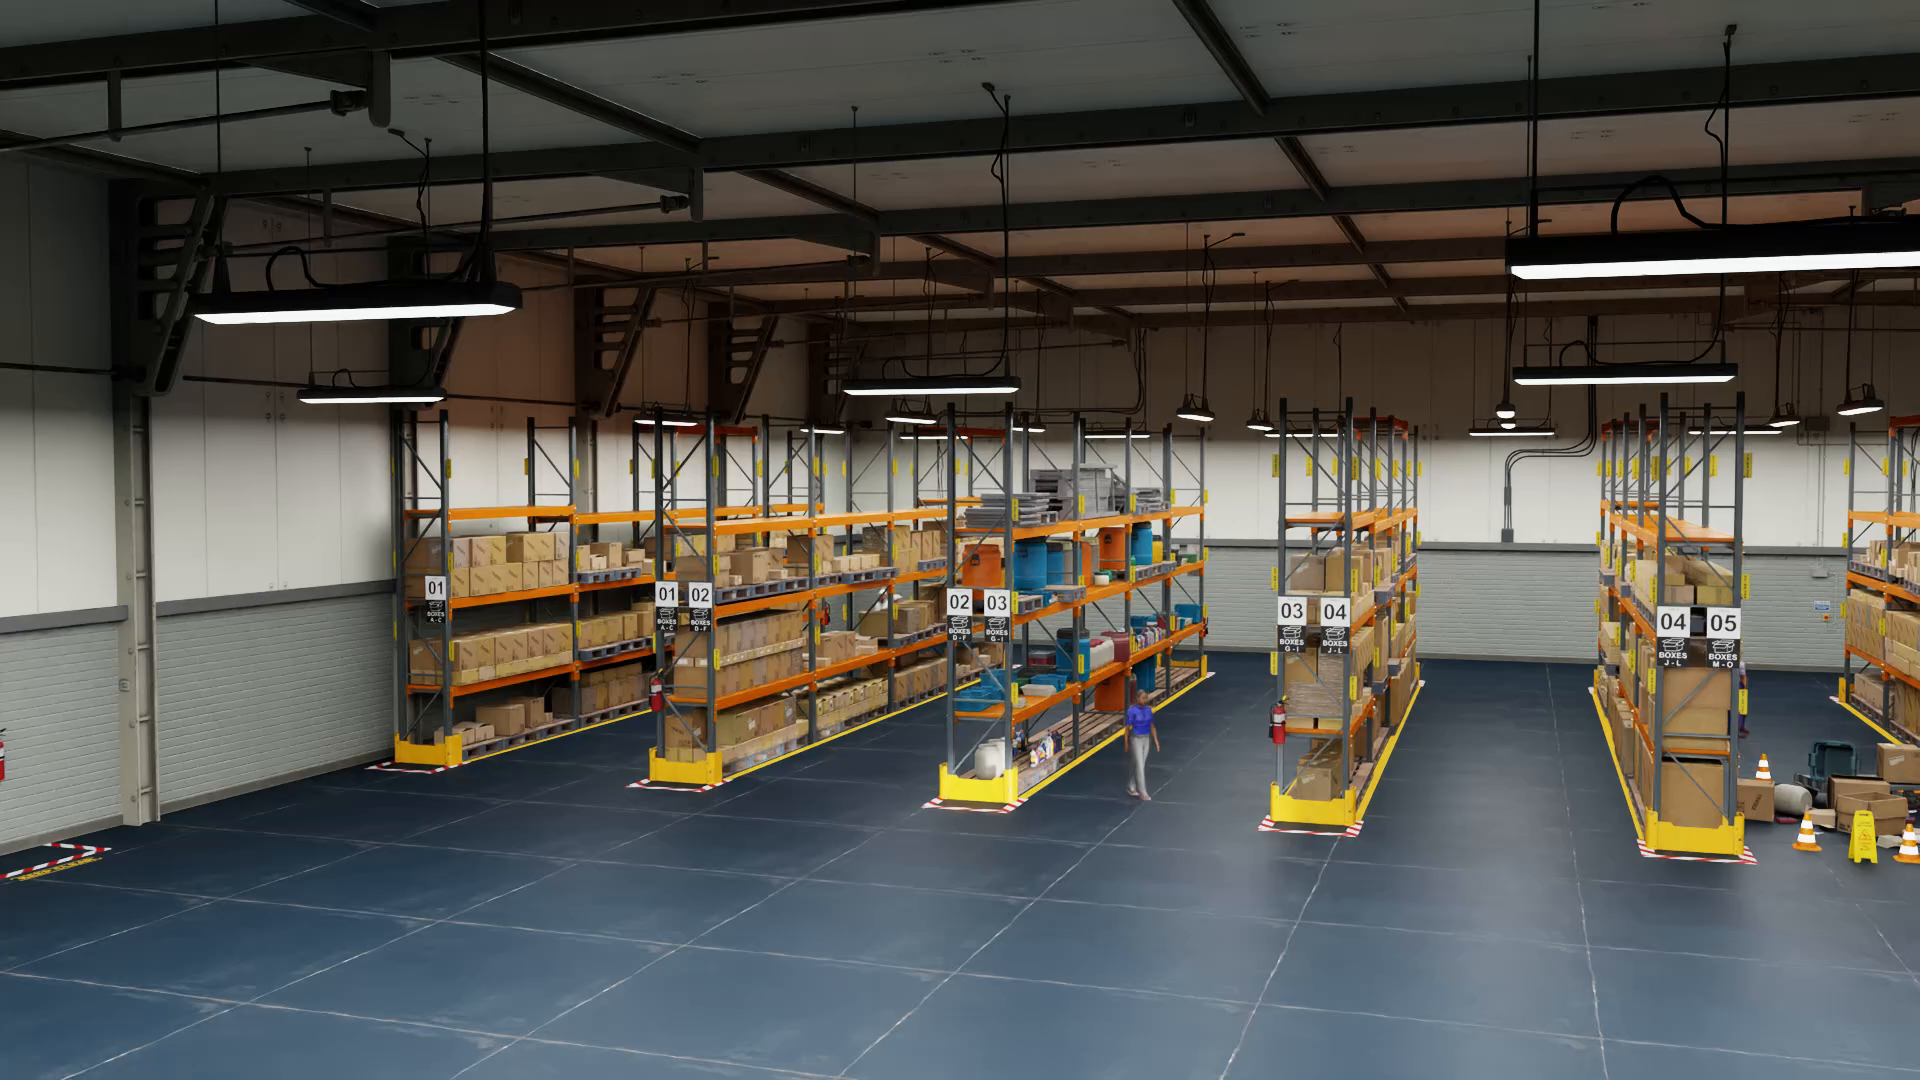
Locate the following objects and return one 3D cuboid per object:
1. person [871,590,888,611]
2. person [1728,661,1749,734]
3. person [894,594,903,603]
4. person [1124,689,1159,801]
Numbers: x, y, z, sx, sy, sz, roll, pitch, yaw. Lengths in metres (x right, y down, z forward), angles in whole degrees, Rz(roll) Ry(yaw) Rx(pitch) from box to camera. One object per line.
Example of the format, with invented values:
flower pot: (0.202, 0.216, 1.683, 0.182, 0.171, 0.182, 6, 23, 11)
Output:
person: (-2.140, 2.213, 44.917, 0.550, 1.719, 1.084, 1, 3, 15)
person: (14.532, 2.846, 31.250, 0.537, 1.645, 0.522, 1, 3, 17)
person: (-1.654, 2.288, 42.657, 0.553, 1.801, 0.539, -1, 3, -13)
person: (2.765, 3.088, 25.174, 0.527, 1.629, 0.808, -2, 3, -37)
